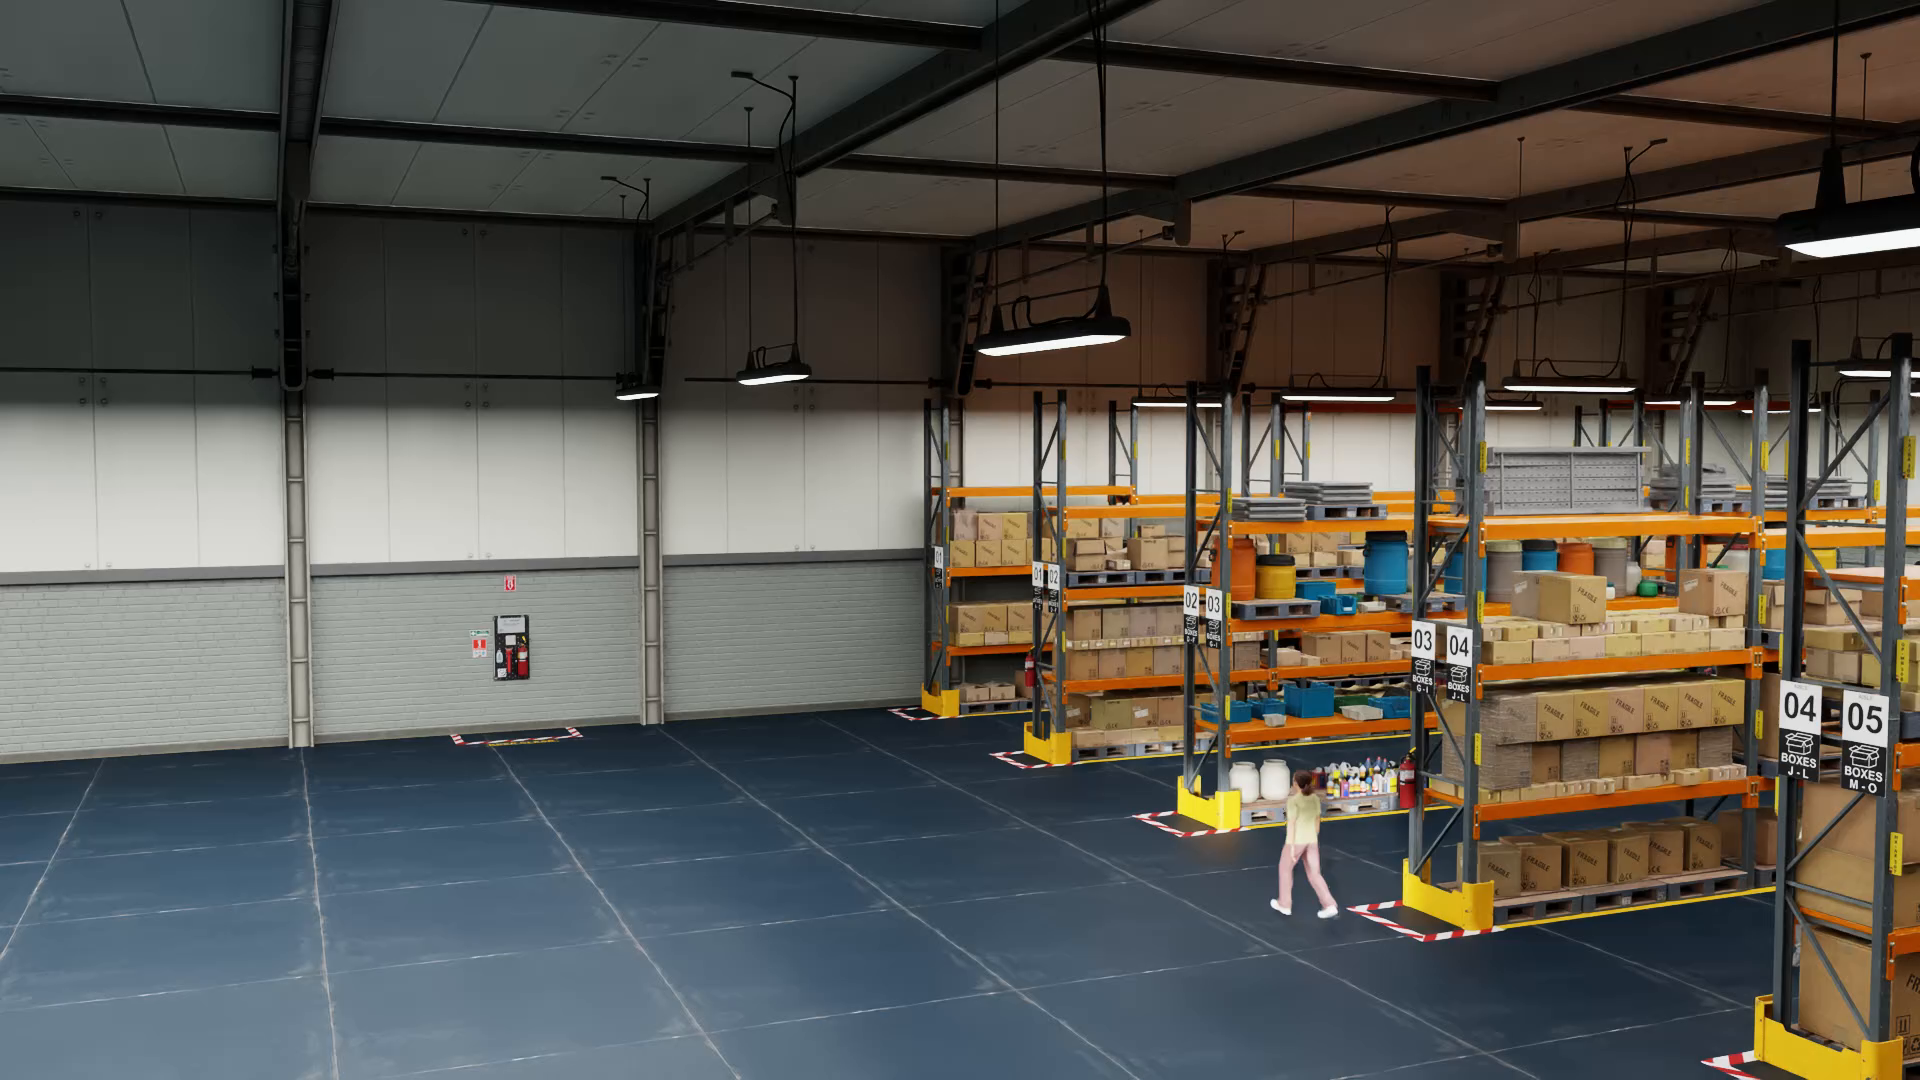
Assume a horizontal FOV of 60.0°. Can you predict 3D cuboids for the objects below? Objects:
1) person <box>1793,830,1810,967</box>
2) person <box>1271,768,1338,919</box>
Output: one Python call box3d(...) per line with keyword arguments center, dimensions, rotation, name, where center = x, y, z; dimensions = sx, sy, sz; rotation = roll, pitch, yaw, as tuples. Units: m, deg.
box3d(center=(8.481, 3.377, 16.413), dimensions=(0.626, 1.692, 0.530), rotation=(-1, 4, -23), name="person")
box3d(center=(3.709, 3.284, 17.939), dimensions=(0.445, 1.626, 1.002), rotation=(-1, 4, -22), name="person")
